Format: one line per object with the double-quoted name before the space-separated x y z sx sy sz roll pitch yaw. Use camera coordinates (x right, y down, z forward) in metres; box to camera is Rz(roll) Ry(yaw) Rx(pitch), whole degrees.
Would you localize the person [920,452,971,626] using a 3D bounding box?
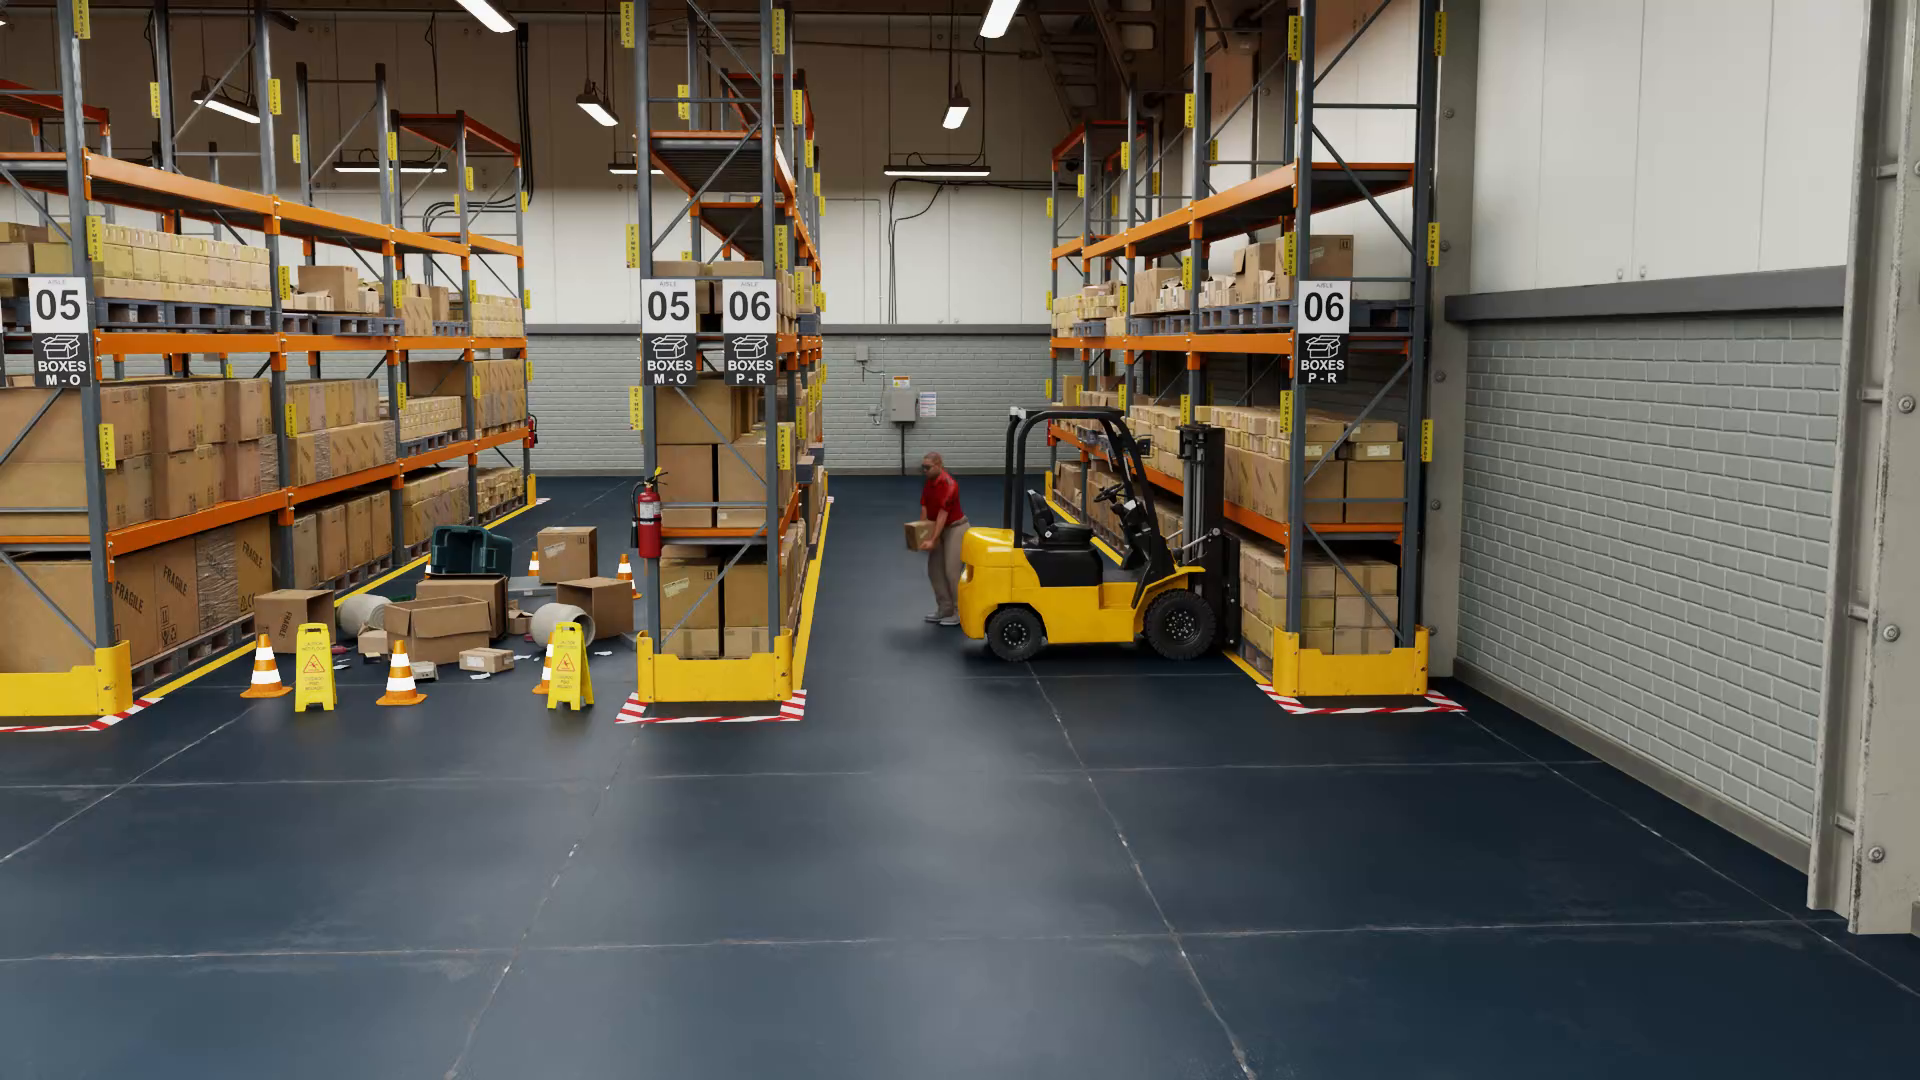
"person" -0.183 -0.017 16.185 0.608 1.683 0.490 -4 8 -33
